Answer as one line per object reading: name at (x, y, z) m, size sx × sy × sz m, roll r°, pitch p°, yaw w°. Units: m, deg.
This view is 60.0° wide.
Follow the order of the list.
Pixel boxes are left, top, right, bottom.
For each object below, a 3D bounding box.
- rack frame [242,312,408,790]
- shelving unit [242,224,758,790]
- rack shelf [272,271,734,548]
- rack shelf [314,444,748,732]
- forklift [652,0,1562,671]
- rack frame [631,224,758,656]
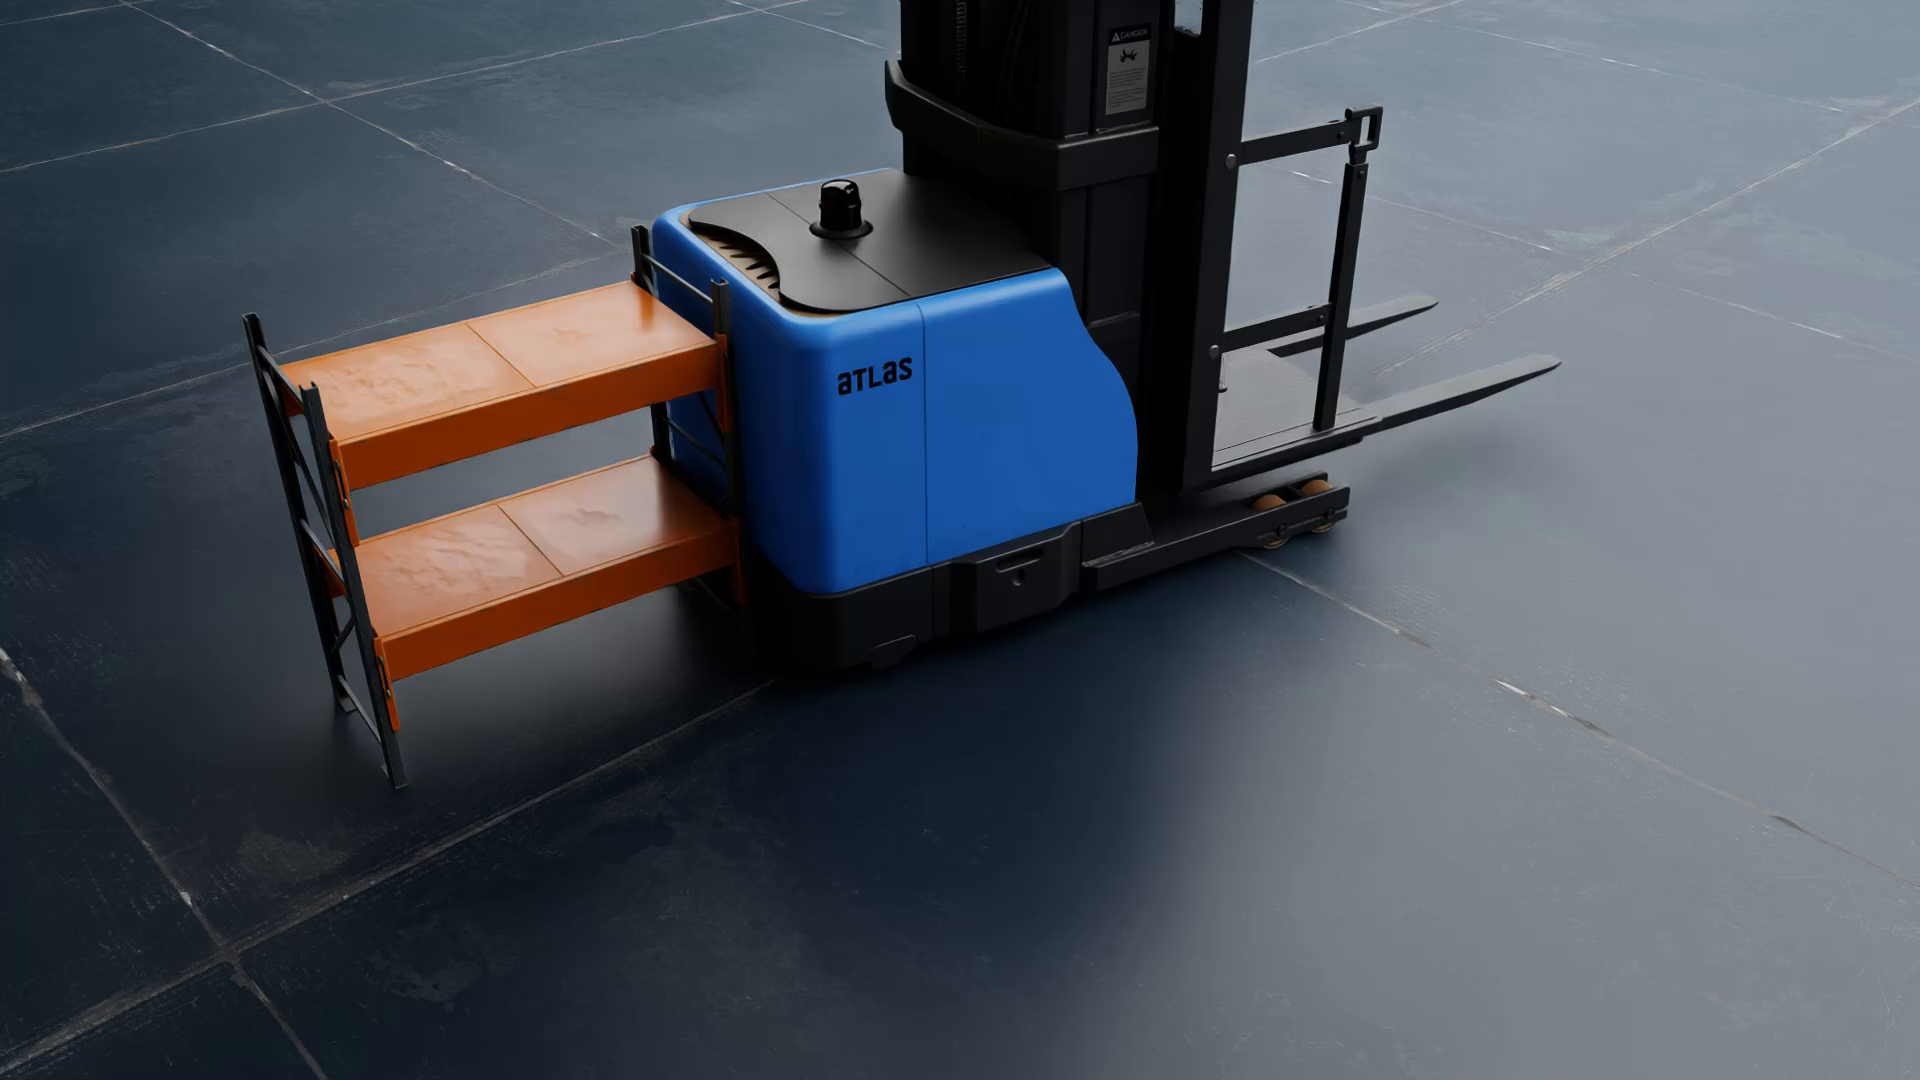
rack frame at (-1.561, 0.044, 4.100) m, size 0.032 × 1.125 × 0.500 m, roll -20°, pitch 37°, yaw -29°
shelving unit at (-1.146, -0.109, 4.351) m, size 1.048 × 1.125 × 0.538 m, roll -20°, pitch 37°, yaw -29°
rack shelf at (-1.146, -0.359, 4.198) m, size 1.000 × 0.278 × 0.538 m, roll -20°, pitch 37°, yaw -29°
rack shelf at (-1.146, 0.099, 4.478) m, size 1.000 × 0.278 × 0.538 m, roll -20°, pitch 37°, yaw -29°
forklift at (0.644, -1.443, 4.800) m, size 3.031 × 2.935 × 1.130 m, roll -17°, pitch 35°, yaw -25°
rack frame at (-0.730, -0.262, 4.601) m, size 0.032 × 1.125 × 0.500 m, roll -20°, pitch 37°, yaw -29°
